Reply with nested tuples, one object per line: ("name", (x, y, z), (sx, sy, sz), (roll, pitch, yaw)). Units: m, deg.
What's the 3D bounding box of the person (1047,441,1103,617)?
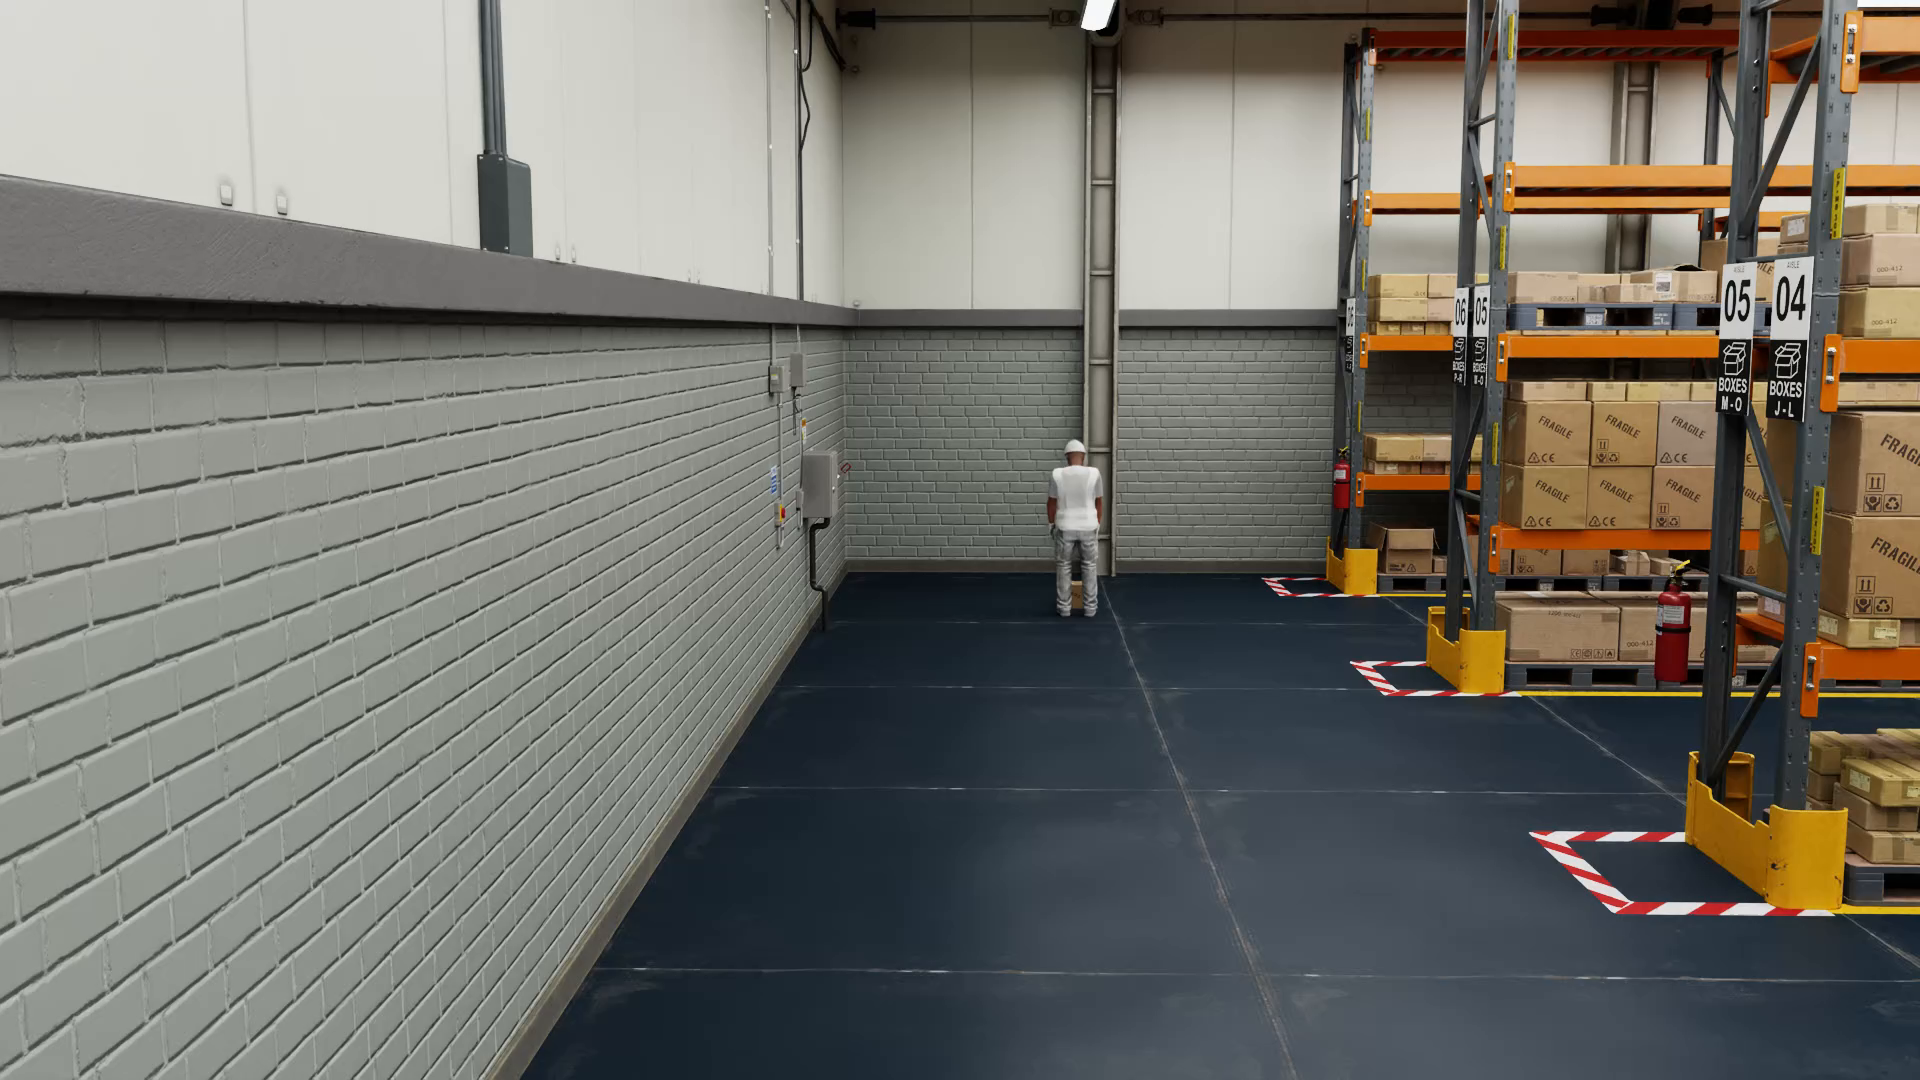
("person", (1.151, -0.116, 16.708), (0.559, 1.759, 0.401), (0, 7, 2))
